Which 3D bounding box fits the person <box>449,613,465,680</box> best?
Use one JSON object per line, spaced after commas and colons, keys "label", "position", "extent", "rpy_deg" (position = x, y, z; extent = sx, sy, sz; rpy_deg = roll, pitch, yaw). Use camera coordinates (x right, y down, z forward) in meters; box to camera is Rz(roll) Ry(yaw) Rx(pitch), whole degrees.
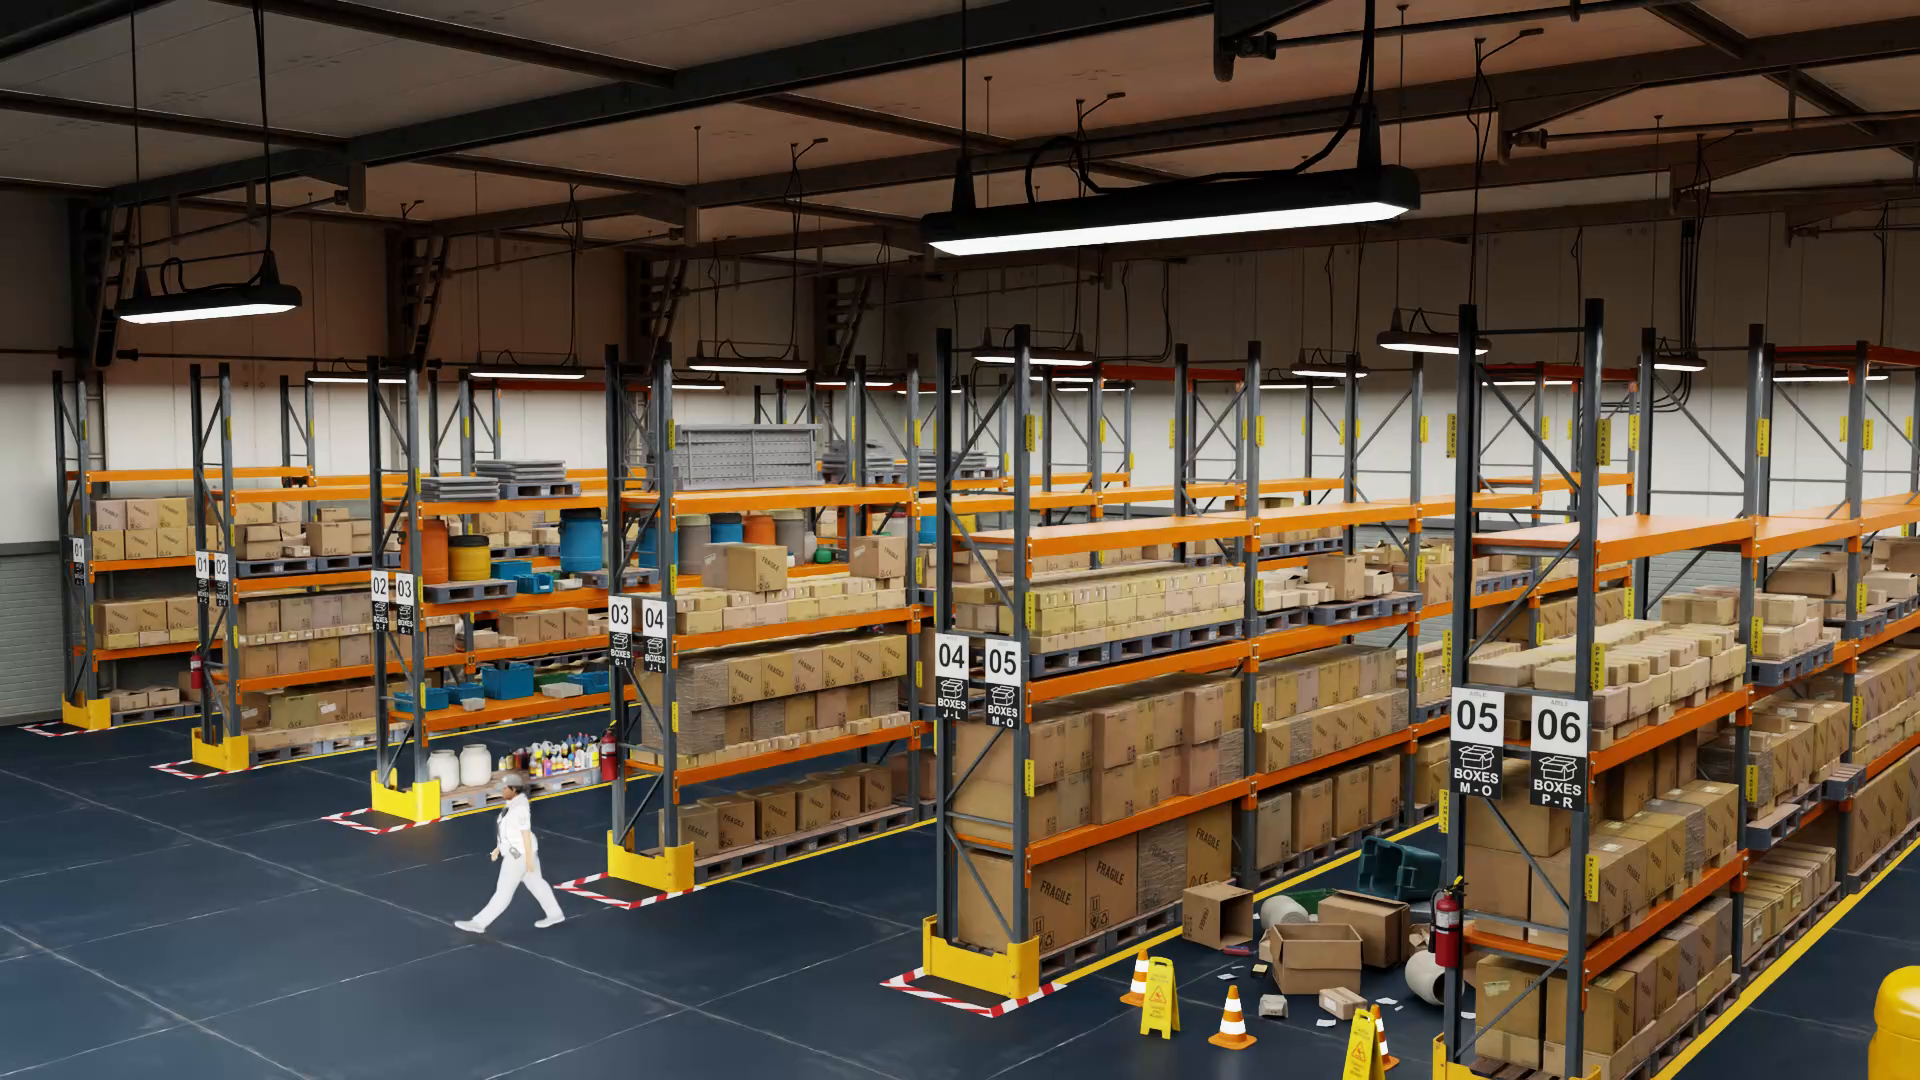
{"label": "person", "position": [-9.350, 2.044, 30.968], "extent": [0.481, 1.752, 0.592], "rpy_deg": [-3, 5, -37]}

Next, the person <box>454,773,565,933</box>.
{"label": "person", "position": [-4.533, 3.139, 16.727], "extent": [1.060, 1.599, 0.502], "rpy_deg": [-1, 4, -12]}

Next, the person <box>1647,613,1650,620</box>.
{"label": "person", "position": [12.192, 2.142, 29.683], "extent": [1.207, 1.716, 0.627], "rpy_deg": [-1, 4, -18]}
